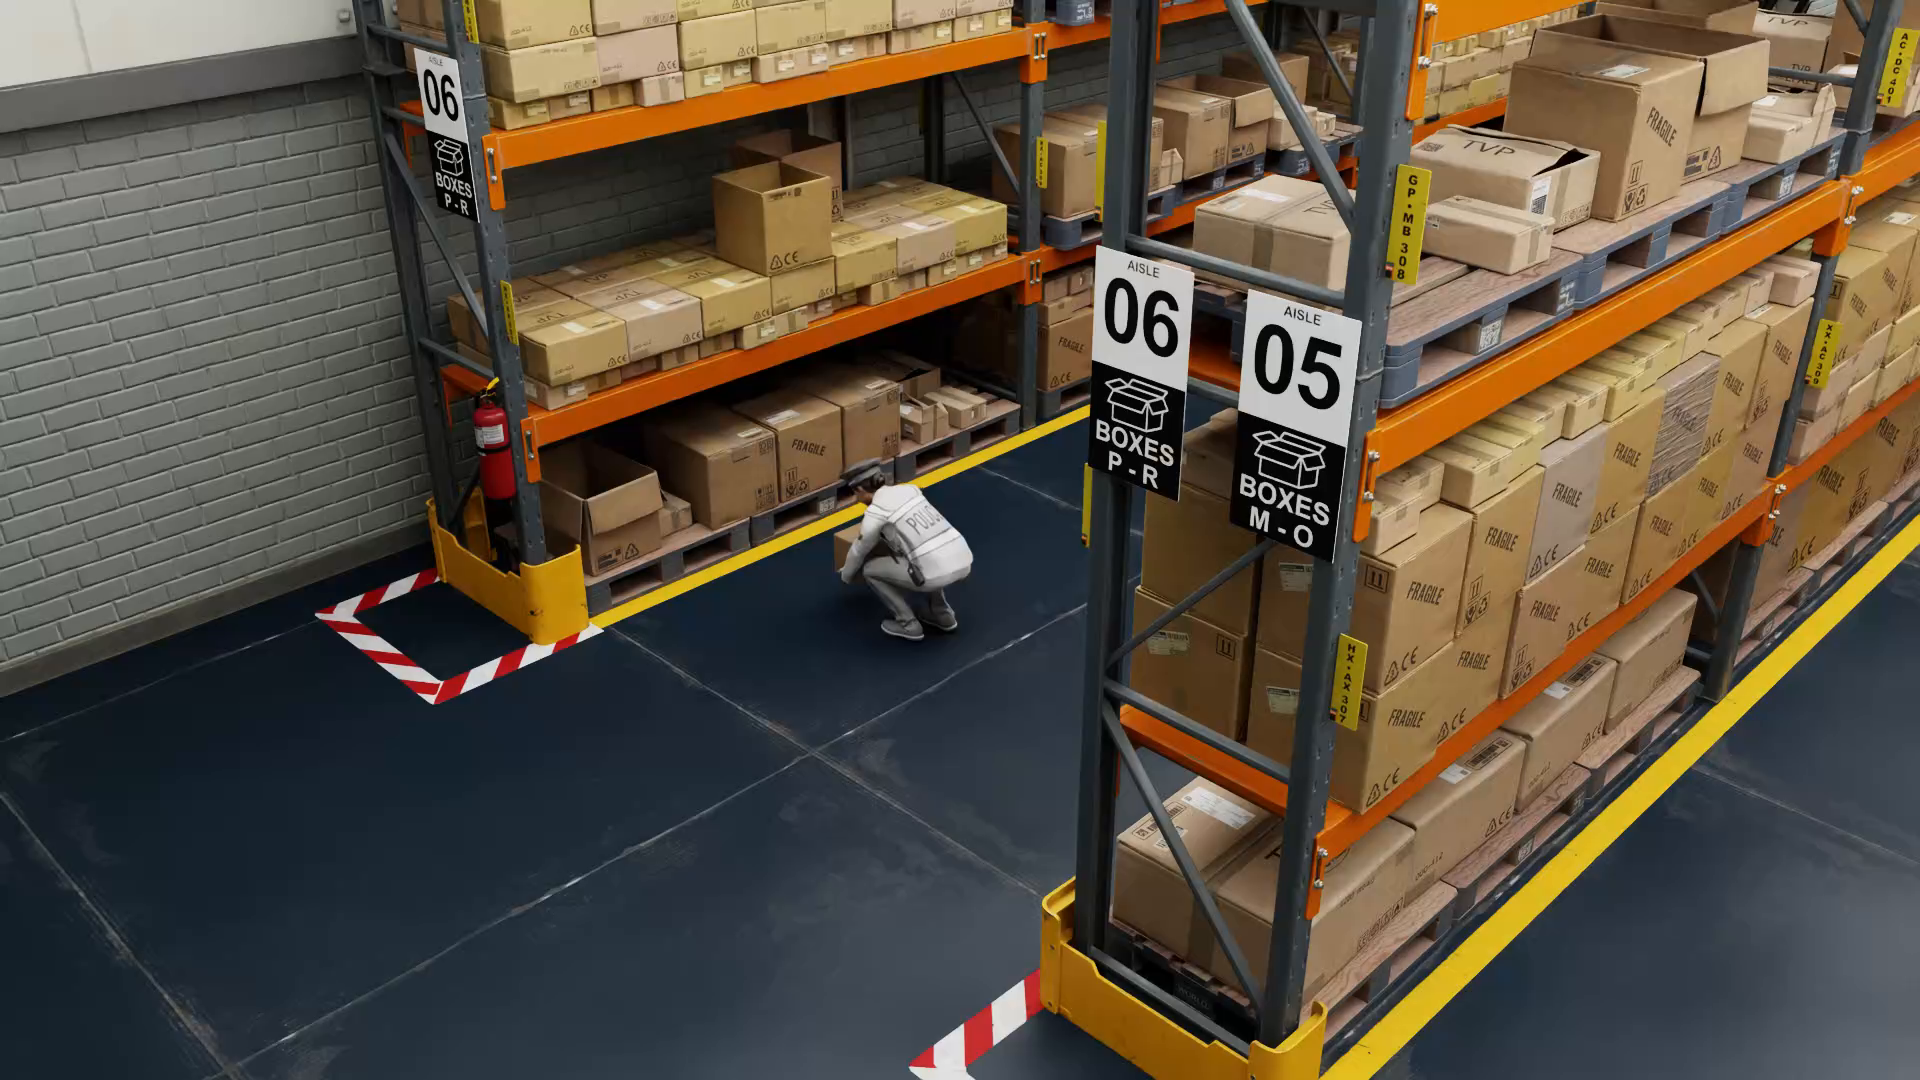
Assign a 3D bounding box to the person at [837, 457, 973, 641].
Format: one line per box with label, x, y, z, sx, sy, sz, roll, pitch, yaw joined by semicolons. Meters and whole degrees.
person;-0.318;0.047;9.275;0.836;0.985;0.465;24;36;37
